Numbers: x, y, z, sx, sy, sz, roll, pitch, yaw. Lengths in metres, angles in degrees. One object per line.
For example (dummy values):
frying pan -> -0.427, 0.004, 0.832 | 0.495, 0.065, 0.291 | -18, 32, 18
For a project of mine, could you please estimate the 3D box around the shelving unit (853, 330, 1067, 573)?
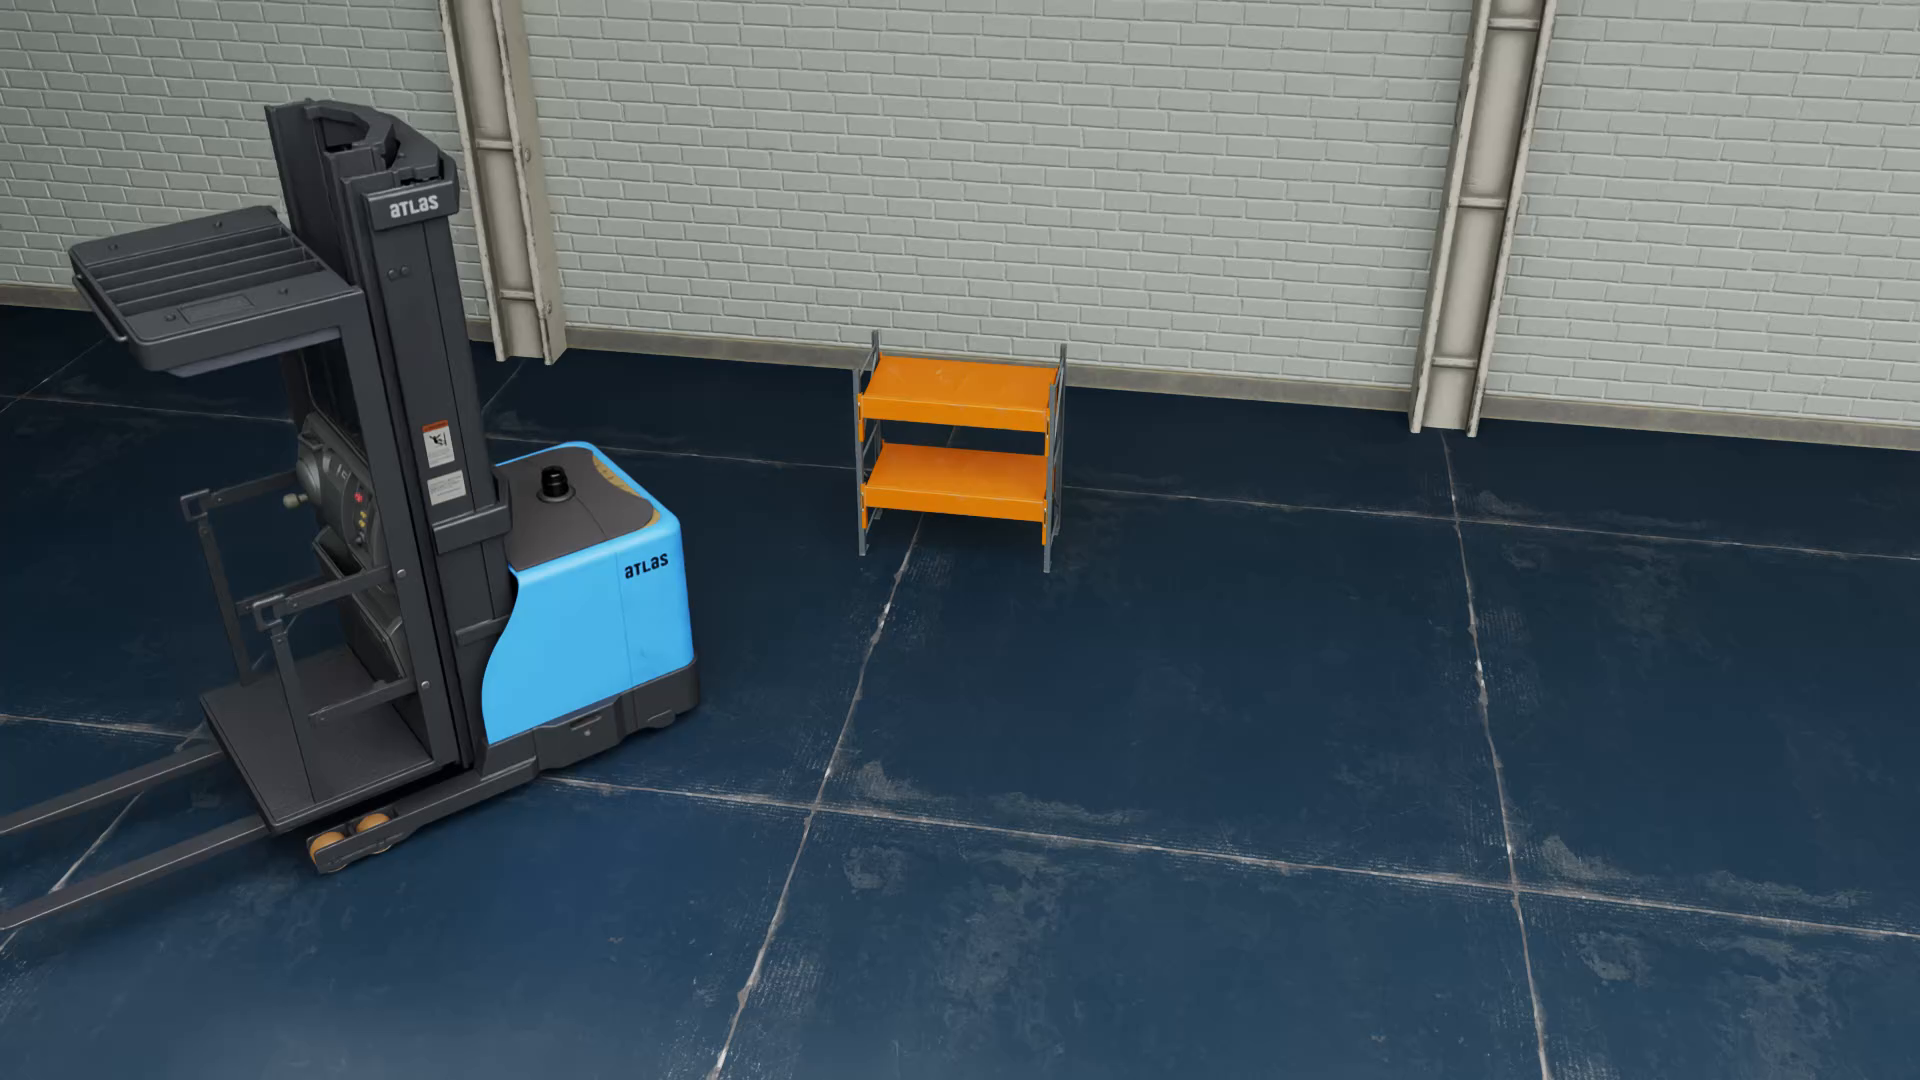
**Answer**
shelving unit -> 0.007, -0.476, 8.951 | 1.048, 1.125, 0.538 | 5, 32, 8

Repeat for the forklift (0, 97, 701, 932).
forklift -> -2.718, -0.161, 6.745 | 3.031, 2.935, 1.130 | -21, 38, -30

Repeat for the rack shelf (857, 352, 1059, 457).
rack shelf -> 0.007, -0.724, 8.795 | 1.000, 0.278, 0.538 | 5, 32, 8

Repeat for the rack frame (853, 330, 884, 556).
rack frame -> -0.494, -0.522, 9.023 | 0.032, 1.125, 0.500 | 5, 32, 8

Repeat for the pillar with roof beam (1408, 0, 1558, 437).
pillar with roof beam -> 2.293, -2.295, 4.436 | 0.400, 9.000, 9.100 | 5, 32, 8

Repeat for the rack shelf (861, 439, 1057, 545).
rack shelf -> 0.007, -0.269, 9.080 | 1.000, 0.278, 0.538 | 5, 32, 8

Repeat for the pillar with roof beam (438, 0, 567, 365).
pillar with roof beam -> -3.621, -2.831, 5.291 | 0.400, 9.000, 9.100 | 5, 32, 8

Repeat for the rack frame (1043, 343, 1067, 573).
rack frame -> 0.508, -0.431, 8.878 | 0.032, 1.125, 0.500 | 5, 32, 8
